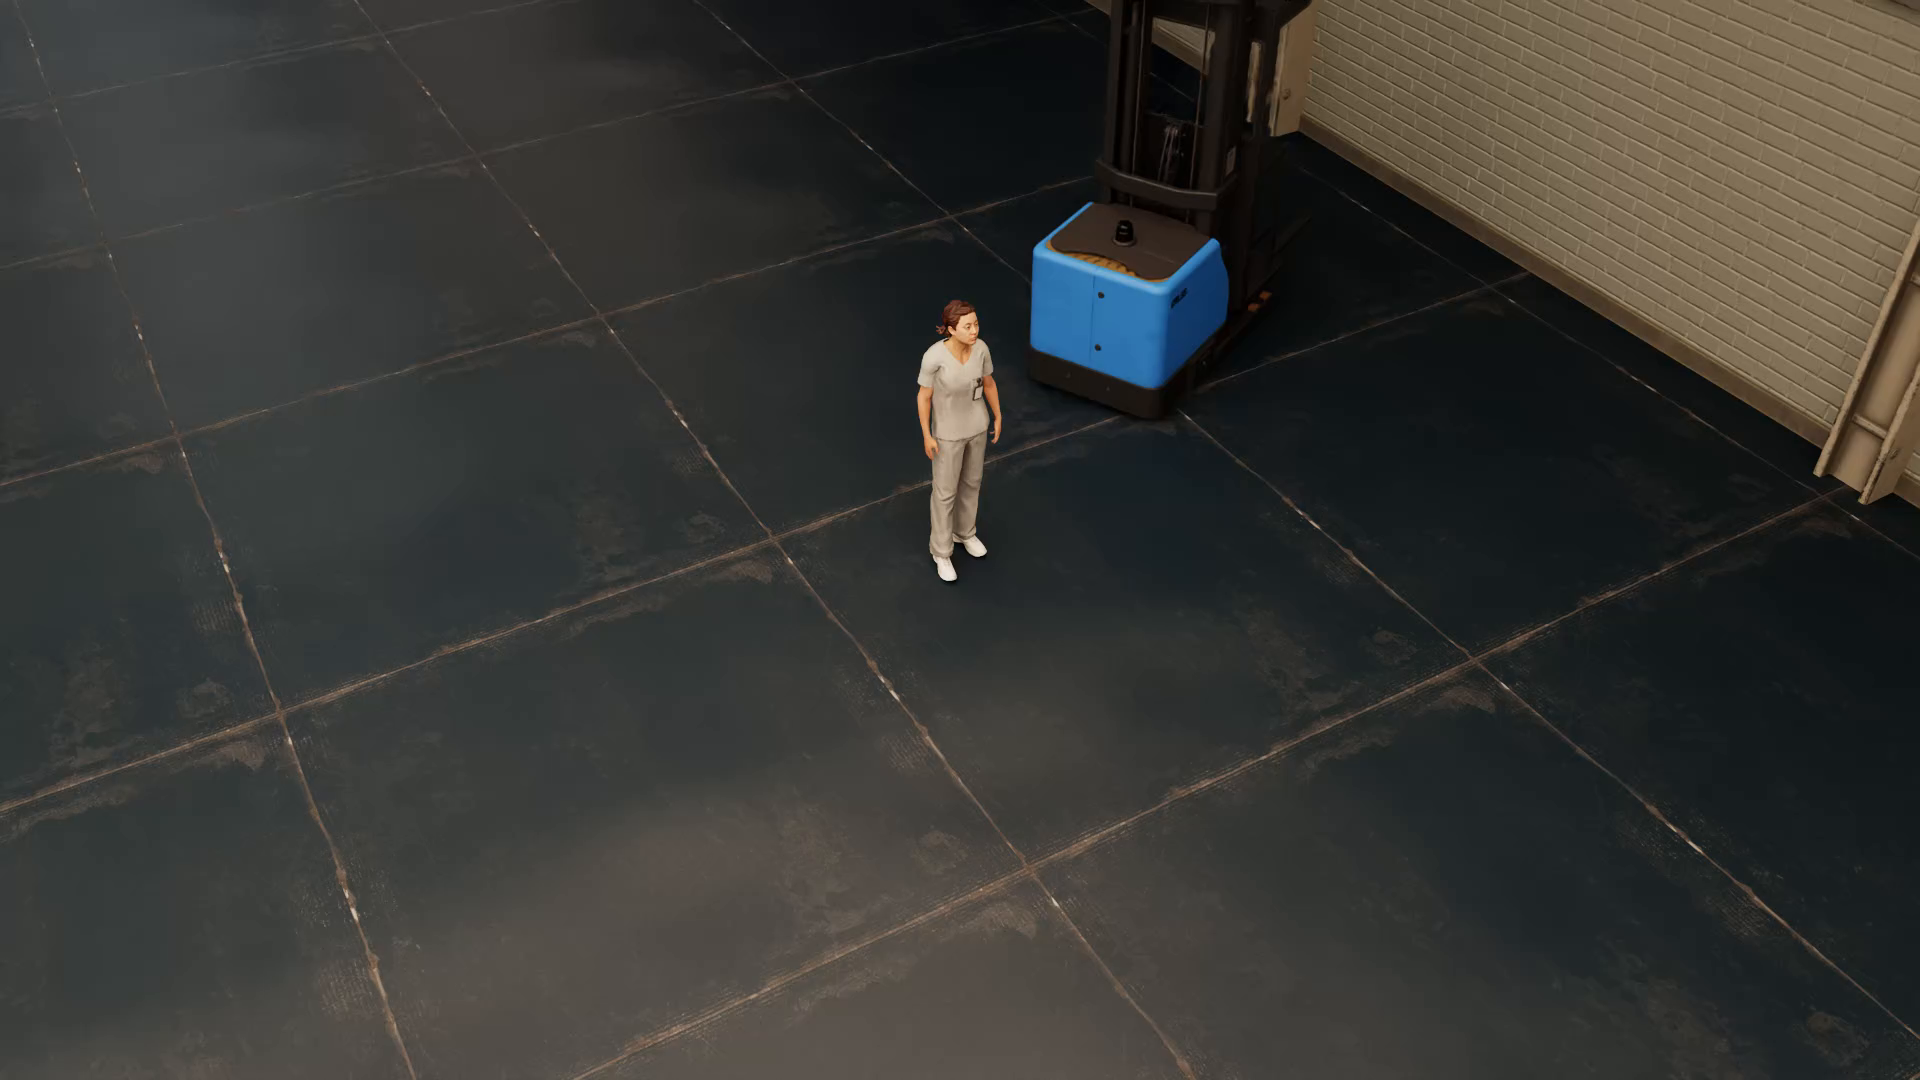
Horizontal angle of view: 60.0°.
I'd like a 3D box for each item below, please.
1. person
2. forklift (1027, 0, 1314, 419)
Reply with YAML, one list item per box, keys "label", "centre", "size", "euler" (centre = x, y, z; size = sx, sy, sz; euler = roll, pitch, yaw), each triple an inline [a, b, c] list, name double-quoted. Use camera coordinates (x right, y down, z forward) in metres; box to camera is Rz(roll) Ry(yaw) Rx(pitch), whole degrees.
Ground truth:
- label: "person"
  centre: [0.025, -0.605, 9.738]
  size: [0.550, 1.673, 0.548]
  euler: [-20, 44, -23]
- label: "forklift"
  centre: [1.691, -2.856, 11.479]
  size: [1.130, 2.935, 3.031]
  euler: [22, 45, 25]
